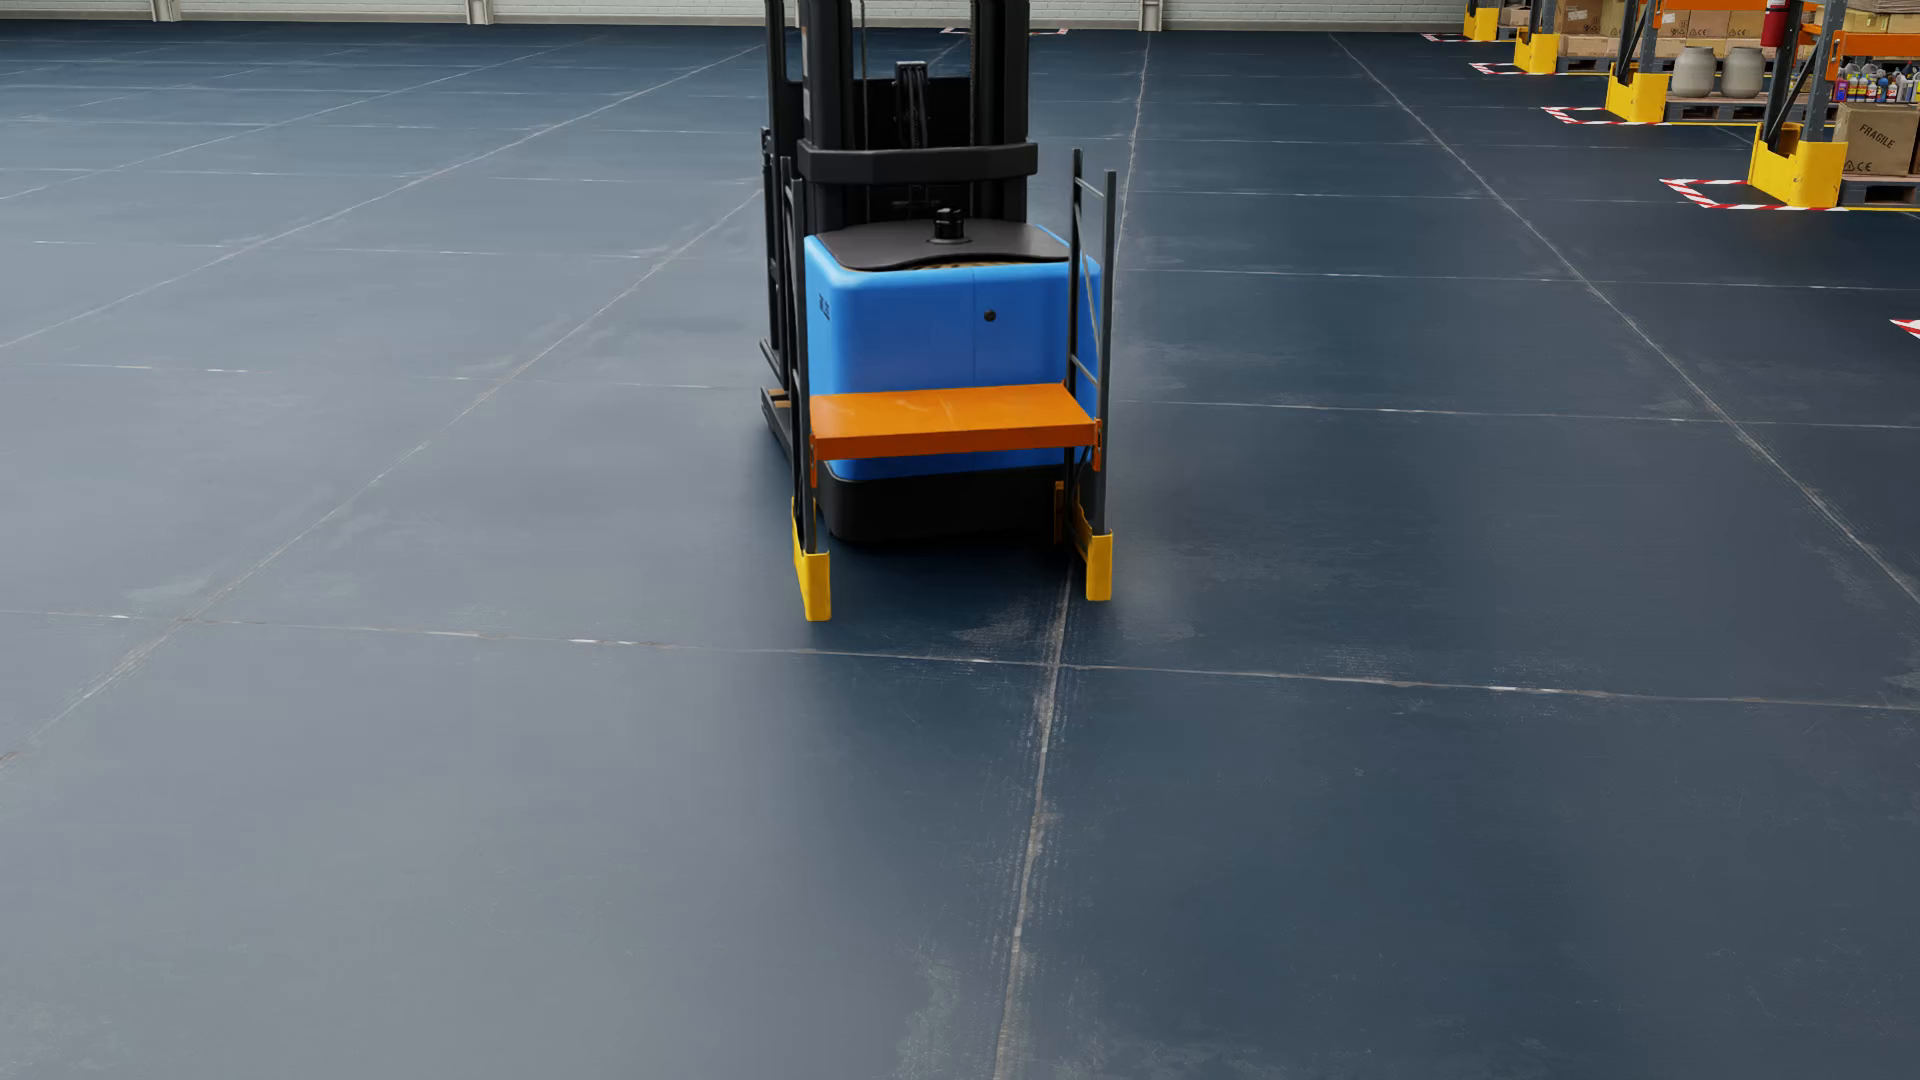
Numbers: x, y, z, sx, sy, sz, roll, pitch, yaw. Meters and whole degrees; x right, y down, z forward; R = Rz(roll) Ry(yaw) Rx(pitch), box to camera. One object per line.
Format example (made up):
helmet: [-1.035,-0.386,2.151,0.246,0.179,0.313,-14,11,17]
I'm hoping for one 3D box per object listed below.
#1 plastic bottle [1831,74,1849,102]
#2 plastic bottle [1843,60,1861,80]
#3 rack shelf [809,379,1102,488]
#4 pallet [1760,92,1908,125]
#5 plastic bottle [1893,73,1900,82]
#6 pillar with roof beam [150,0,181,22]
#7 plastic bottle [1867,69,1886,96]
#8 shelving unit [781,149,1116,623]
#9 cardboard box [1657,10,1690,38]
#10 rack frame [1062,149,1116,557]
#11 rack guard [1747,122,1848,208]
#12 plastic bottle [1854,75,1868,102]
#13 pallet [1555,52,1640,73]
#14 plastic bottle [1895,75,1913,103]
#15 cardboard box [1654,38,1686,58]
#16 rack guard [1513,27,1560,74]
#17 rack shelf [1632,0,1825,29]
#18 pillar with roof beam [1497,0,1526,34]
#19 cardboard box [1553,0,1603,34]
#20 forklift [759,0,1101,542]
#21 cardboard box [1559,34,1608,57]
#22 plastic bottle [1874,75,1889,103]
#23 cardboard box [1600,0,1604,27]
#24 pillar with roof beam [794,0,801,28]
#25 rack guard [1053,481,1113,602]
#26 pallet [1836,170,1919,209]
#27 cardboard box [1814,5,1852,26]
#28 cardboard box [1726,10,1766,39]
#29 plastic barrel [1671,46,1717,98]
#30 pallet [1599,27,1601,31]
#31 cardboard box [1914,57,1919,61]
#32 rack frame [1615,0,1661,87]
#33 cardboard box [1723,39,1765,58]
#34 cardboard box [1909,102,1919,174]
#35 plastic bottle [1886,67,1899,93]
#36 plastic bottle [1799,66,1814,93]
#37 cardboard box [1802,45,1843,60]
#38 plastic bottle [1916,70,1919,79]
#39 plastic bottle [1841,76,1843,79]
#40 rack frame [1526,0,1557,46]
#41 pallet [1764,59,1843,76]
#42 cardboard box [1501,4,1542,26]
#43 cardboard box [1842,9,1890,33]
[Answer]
plastic bottle: [9.261,-4.754,17.481,0.133,0.283,0.061,3,22,7]
plastic bottle: [9.700,-5.042,18.118,0.185,0.351,0.144,3,22,9]
rack shelf: [-0.052,-0.385,5.863,1.000,0.185,0.538,-4,22,-9]
pallet: [9.370,-4.648,17.909,1.213,0.211,1.003,2,22,6]
plastic bottle: [9.913,-4.782,17.552,0.133,0.283,0.061,2,22,6]
pillar with roof beam: [-15.102,-12.181,25.010,0.400,9.000,9.100,2,22,6]
plastic bottle: [9.892,-4.944,17.972,0.135,0.276,0.152,2,22,6]
shelving unit: [-0.043,-0.553,5.799,1.083,1.500,0.587,-4,22,-9]
cardboard box: [9.363,-6.953,22.095,0.500,0.500,0.500,2,22,6]
rack frame: [0.449,-0.585,5.879,0.032,1.500,0.500,-4,22,-9]
rack guard: [6.768,-3.047,13.468,0.348,0.500,1.175,2,22,6]
plastic bottle: [9.479,-4.746,17.477,0.097,0.271,0.097,0,22,0]
pallet: [8.626,-6.515,22.632,1.213,0.211,1.003,2,22,6]
plastic bottle: [9.902,-4.740,17.455,0.135,0.276,0.152,3,22,7]
cardboard box: [9.361,-6.600,22.222,0.500,0.250,0.500,2,22,6]
rack guard: [7.838,-6.668,22.627,0.348,0.500,1.175,2,22,6]
rack shelf: [9.261,-5.600,17.504,4.000,0.370,1.077,2,22,6]
pillar with roof beam: [8.731,-11.142,22.383,0.400,9.000,9.100,2,22,6]
cardboard box: [8.429,-7.180,22.671,0.500,0.500,0.500,2,22,6]
forklift: [-0.312,-1.867,7.176,1.130,2.935,3.031,-5,22,-13]
cardboard box: [8.368,-6.642,22.329,0.500,0.250,0.500,2,22,6]
plastic bottle: [9.680,-4.737,17.454,0.097,0.271,0.097,0,22,0]
cardboard box: [10.406,-8.543,26.771,0.500,0.500,0.700,1,22,3]
pillar with roof beam: [-3.185,-11.661,23.697,0.400,9.000,9.100,2,22,6]
rack guard: [0.447,-0.004,6.109,0.087,0.250,0.587,-4,22,-9]
pallet: [7.570,-2.865,13.399,1.213,0.211,1.003,2,22,6]
cardboard box: [6.999,-4.159,13.222,0.250,0.149,0.380,2,22,6]
cardboard box: [10.356,-6.908,21.983,0.500,0.500,0.500,2,22,6]
plastic barrel: [7.938,-5.059,17.969,0.421,0.512,0.421,0,22,0]
pallet: [10.527,-8.237,26.987,1.213,0.211,1.003,2,22,6]
cardboard box: [12.713,-6.443,21.825,0.500,0.250,0.500,3,22,8]
rack frame: [7.275,-6.021,17.591,0.127,3.000,1.000,2,22,6]
cardboard box: [10.354,-6.555,22.109,0.500,0.250,0.500,2,22,6]
cardboard box: [7.908,-3.199,13.281,0.500,0.500,0.500,8,23,20]
plastic bottle: [10.148,-5.007,18.120,0.133,0.283,0.061,3,22,9]
plastic bottle: [9.269,-5.045,18.217,0.133,0.283,0.061,3,22,8]
cardboard box: [11.348,-6.514,22.004,0.500,0.250,0.500,2,22,6]
plastic bottle: [10.336,-4.933,17.949,0.097,0.271,0.097,0,22,0]
plastic bottle: [9.539,-4.932,18.043,0.097,0.201,0.097,0,22,0]
rack frame: [7.862,-7.830,22.165,0.127,3.000,1.000,2,22,6]
pallet: [11.049,-6.410,22.365,1.213,0.211,1.003,2,22,6]
cardboard box: [9.117,-8.530,26.994,0.500,0.311,0.500,0,22,0]
cardboard box: [6.947,-3.997,12.811,0.250,0.149,0.380,2,22,6]
